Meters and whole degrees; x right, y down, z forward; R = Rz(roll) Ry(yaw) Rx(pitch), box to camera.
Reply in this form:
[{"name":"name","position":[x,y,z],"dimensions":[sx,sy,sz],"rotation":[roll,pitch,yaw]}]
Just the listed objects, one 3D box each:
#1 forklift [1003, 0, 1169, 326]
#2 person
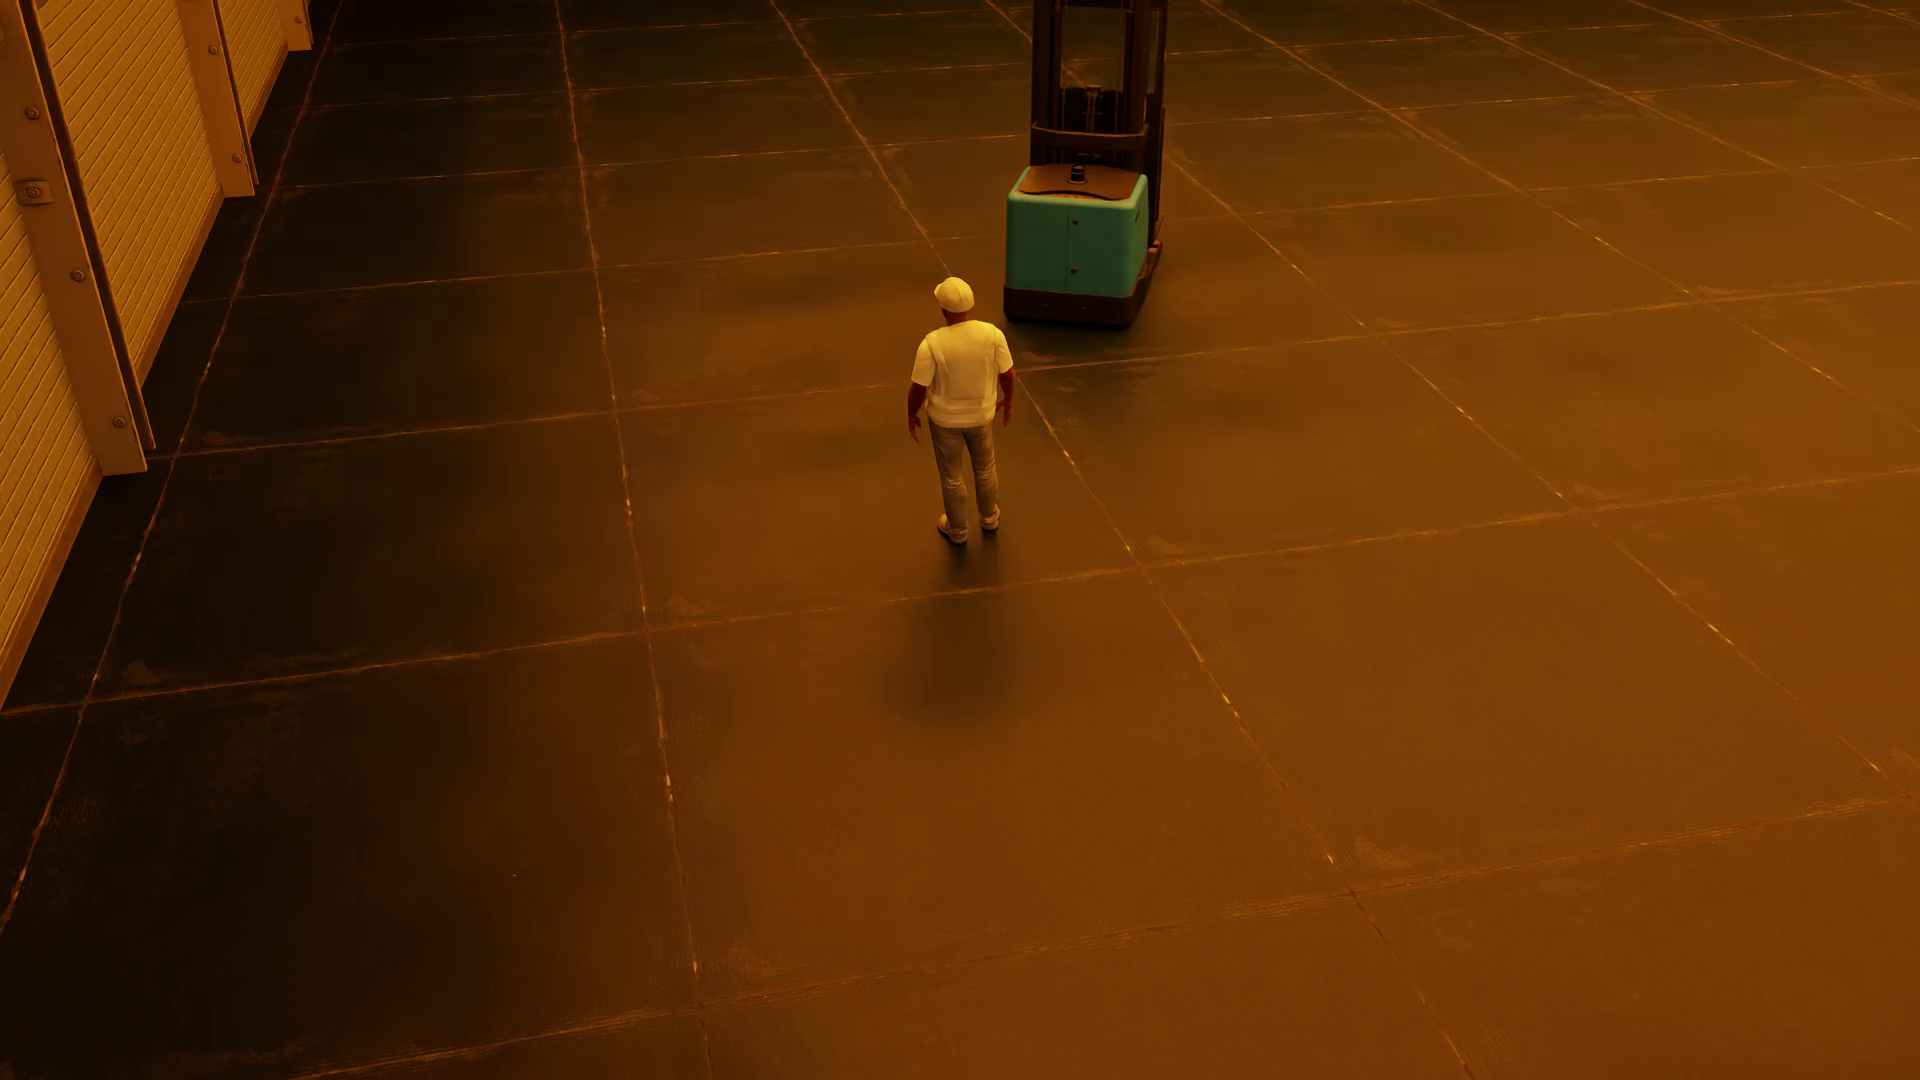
[{"name":"forklift","position":[1.189,-3.711,13.984],"dimensions":[1.130,2.935,3.031],"rotation":[7,31,11]},{"name":"person","position":[-0.010,-0.805,10.113],"dimensions":[0.665,1.765,0.577],"rotation":[-7,31,-12]}]
